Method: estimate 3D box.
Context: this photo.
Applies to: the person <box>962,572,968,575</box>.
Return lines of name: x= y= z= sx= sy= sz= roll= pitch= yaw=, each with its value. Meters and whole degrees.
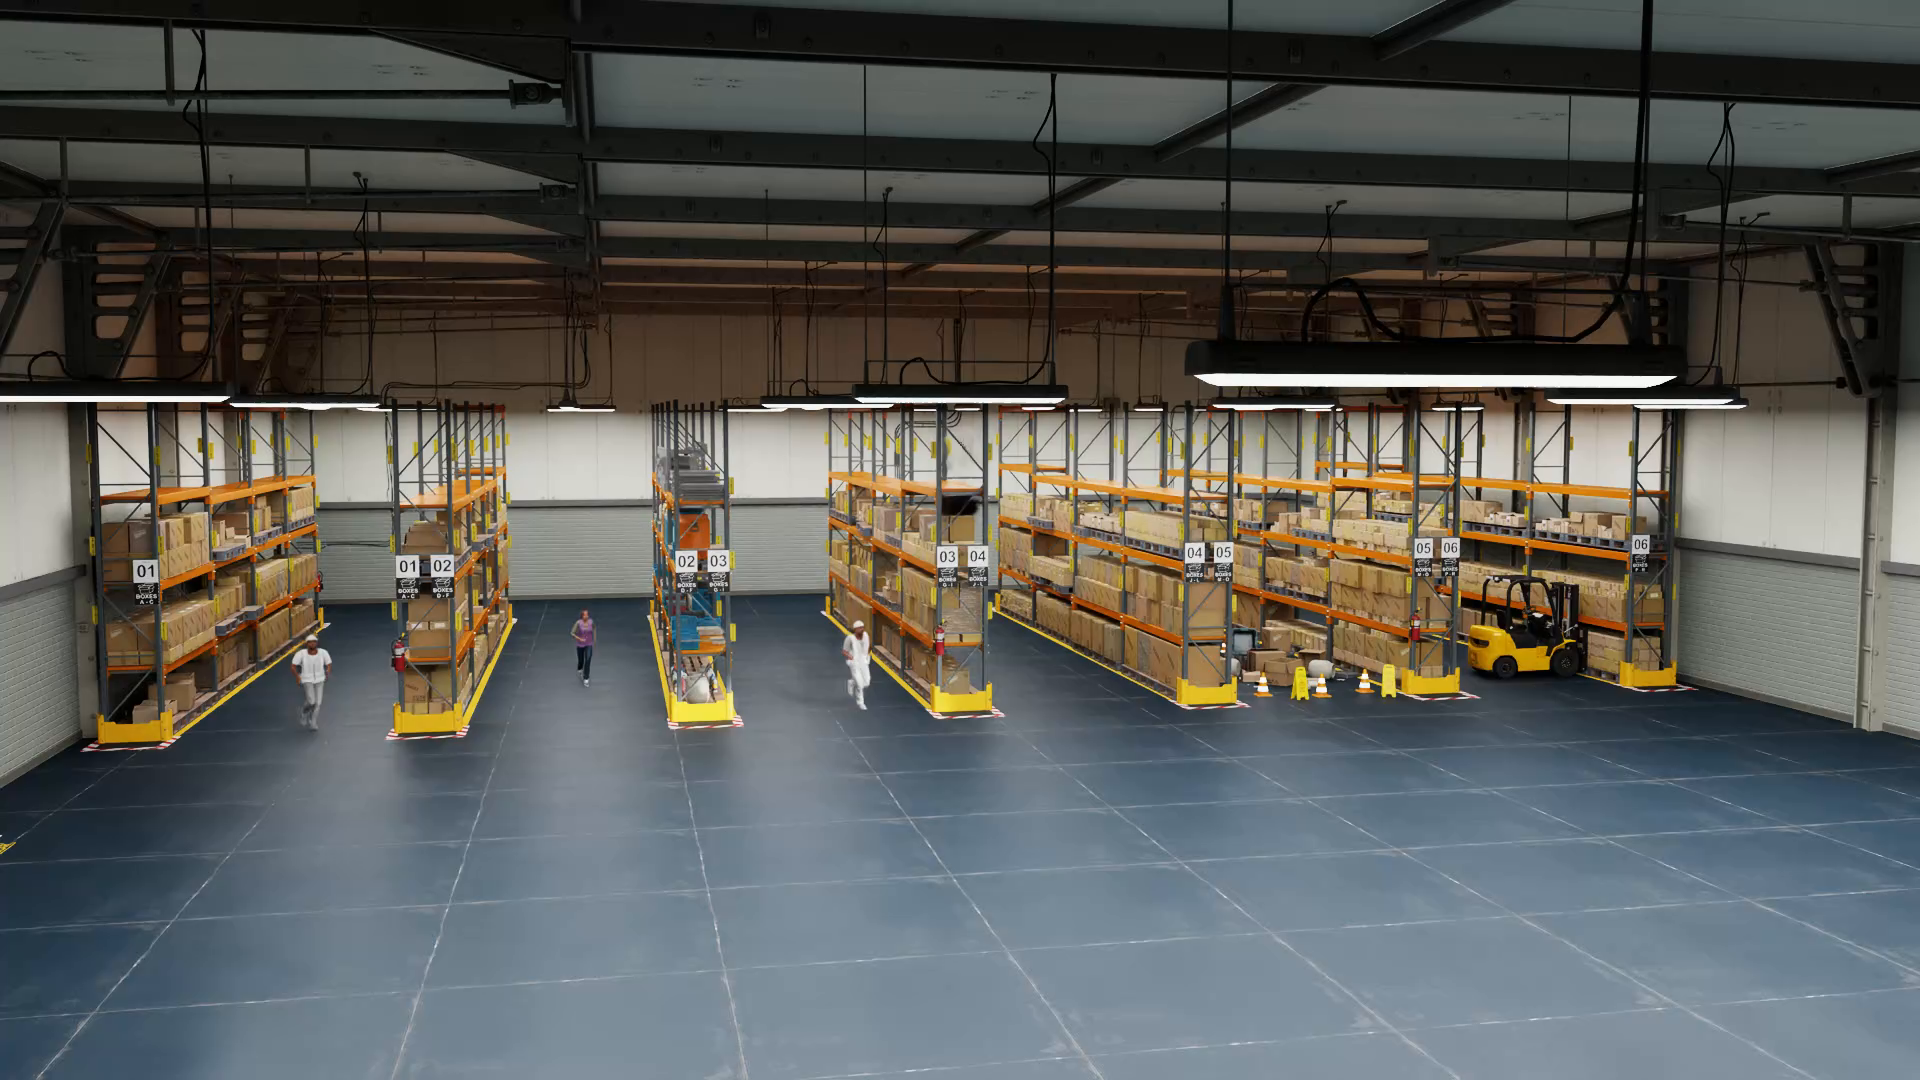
person: x=0.079 y=1.282 z=47.718 sx=0.651 sy=1.707 sz=0.893 roll=-1 pitch=5 yaw=-17

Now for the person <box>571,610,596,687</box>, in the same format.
person: x=-8.000 y=2.263 z=35.399 sx=0.564 sy=1.592 sz=0.921 roll=-2 pitch=5 yaw=-24

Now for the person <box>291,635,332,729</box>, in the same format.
person: x=-11.739 y=2.581 z=30.221 sx=0.682 sy=1.729 sz=0.596 roll=-3 pitch=5 yaw=-35

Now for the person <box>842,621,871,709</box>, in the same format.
person: x=-2.001 y=2.429 z=32.478 sx=0.709 sy=1.731 sz=0.709 roll=-4 pitch=6 yaw=-40
